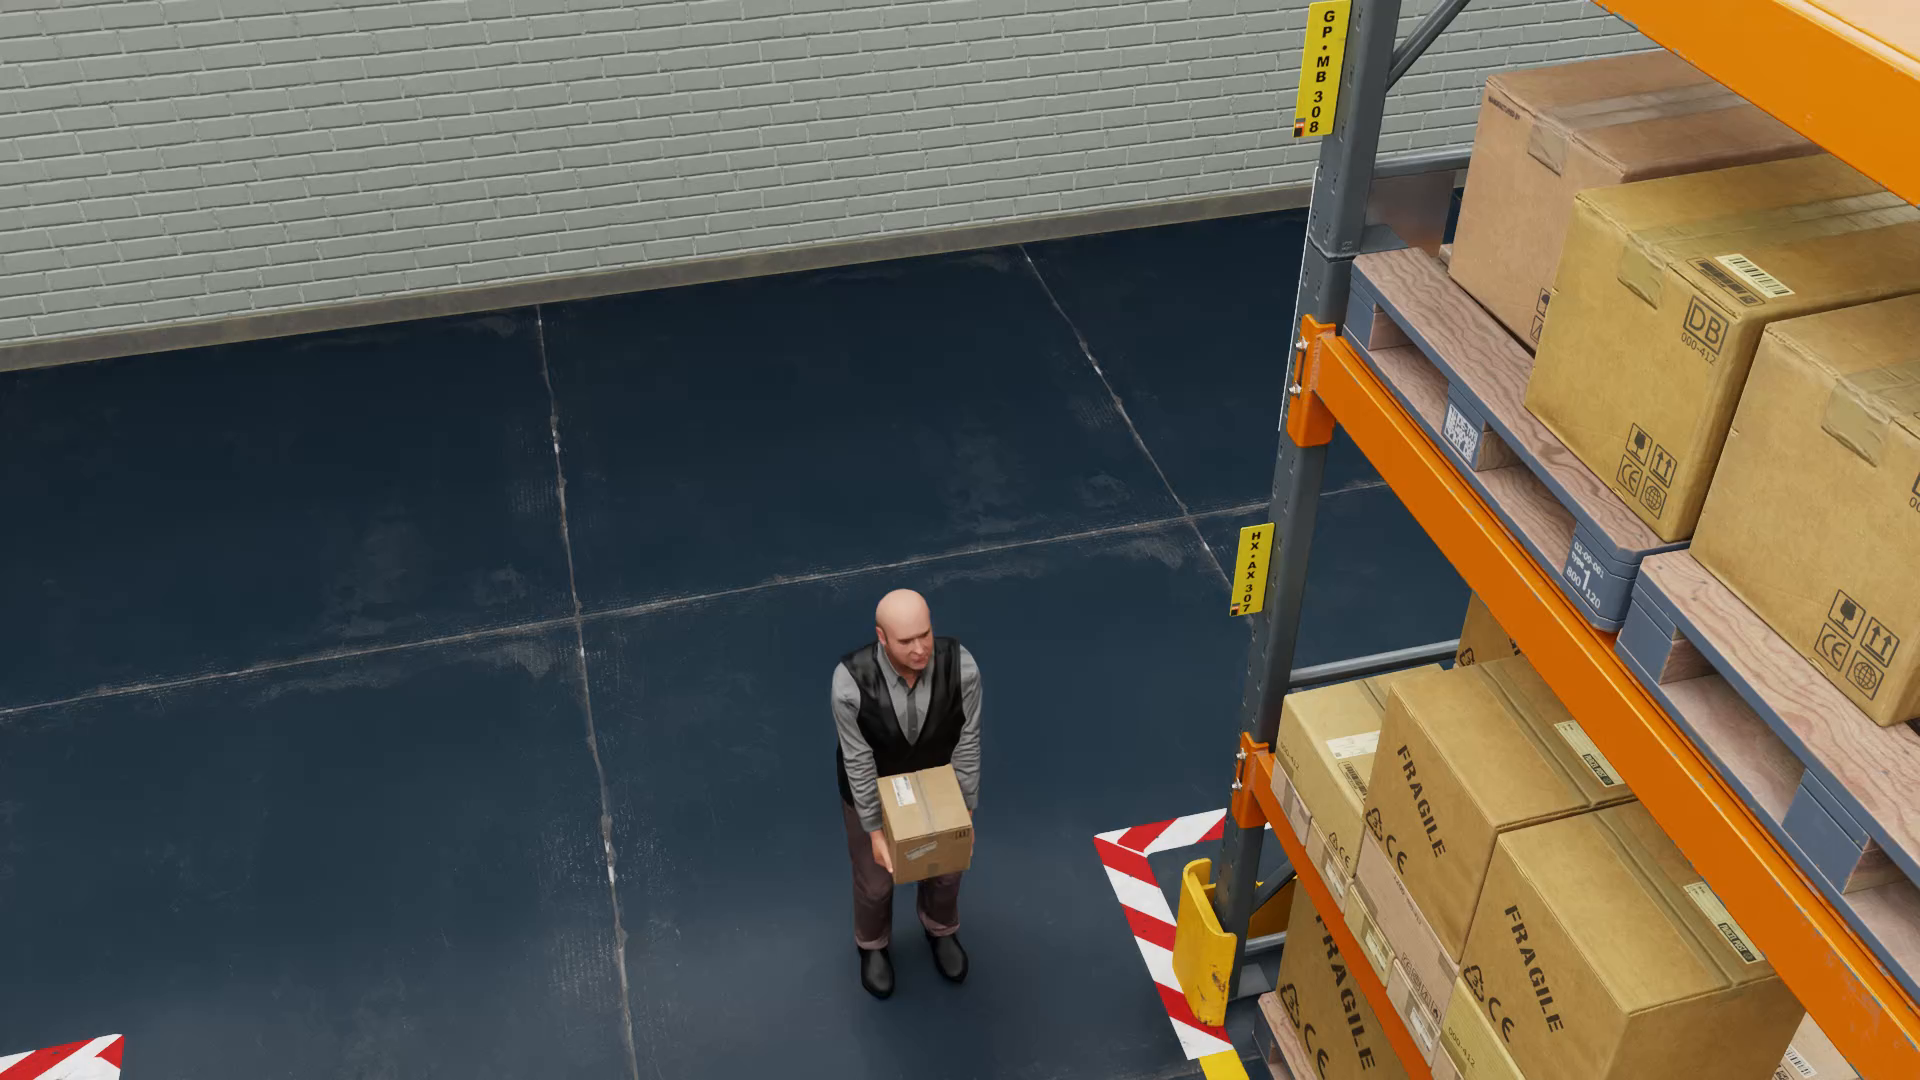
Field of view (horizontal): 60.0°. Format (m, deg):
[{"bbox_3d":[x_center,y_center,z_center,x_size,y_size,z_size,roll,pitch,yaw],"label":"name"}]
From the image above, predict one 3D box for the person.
[{"bbox_3d":[-0.151,0.907,5.578,0.495,1.718,0.560,-10,39,-12],"label":"person"}]
